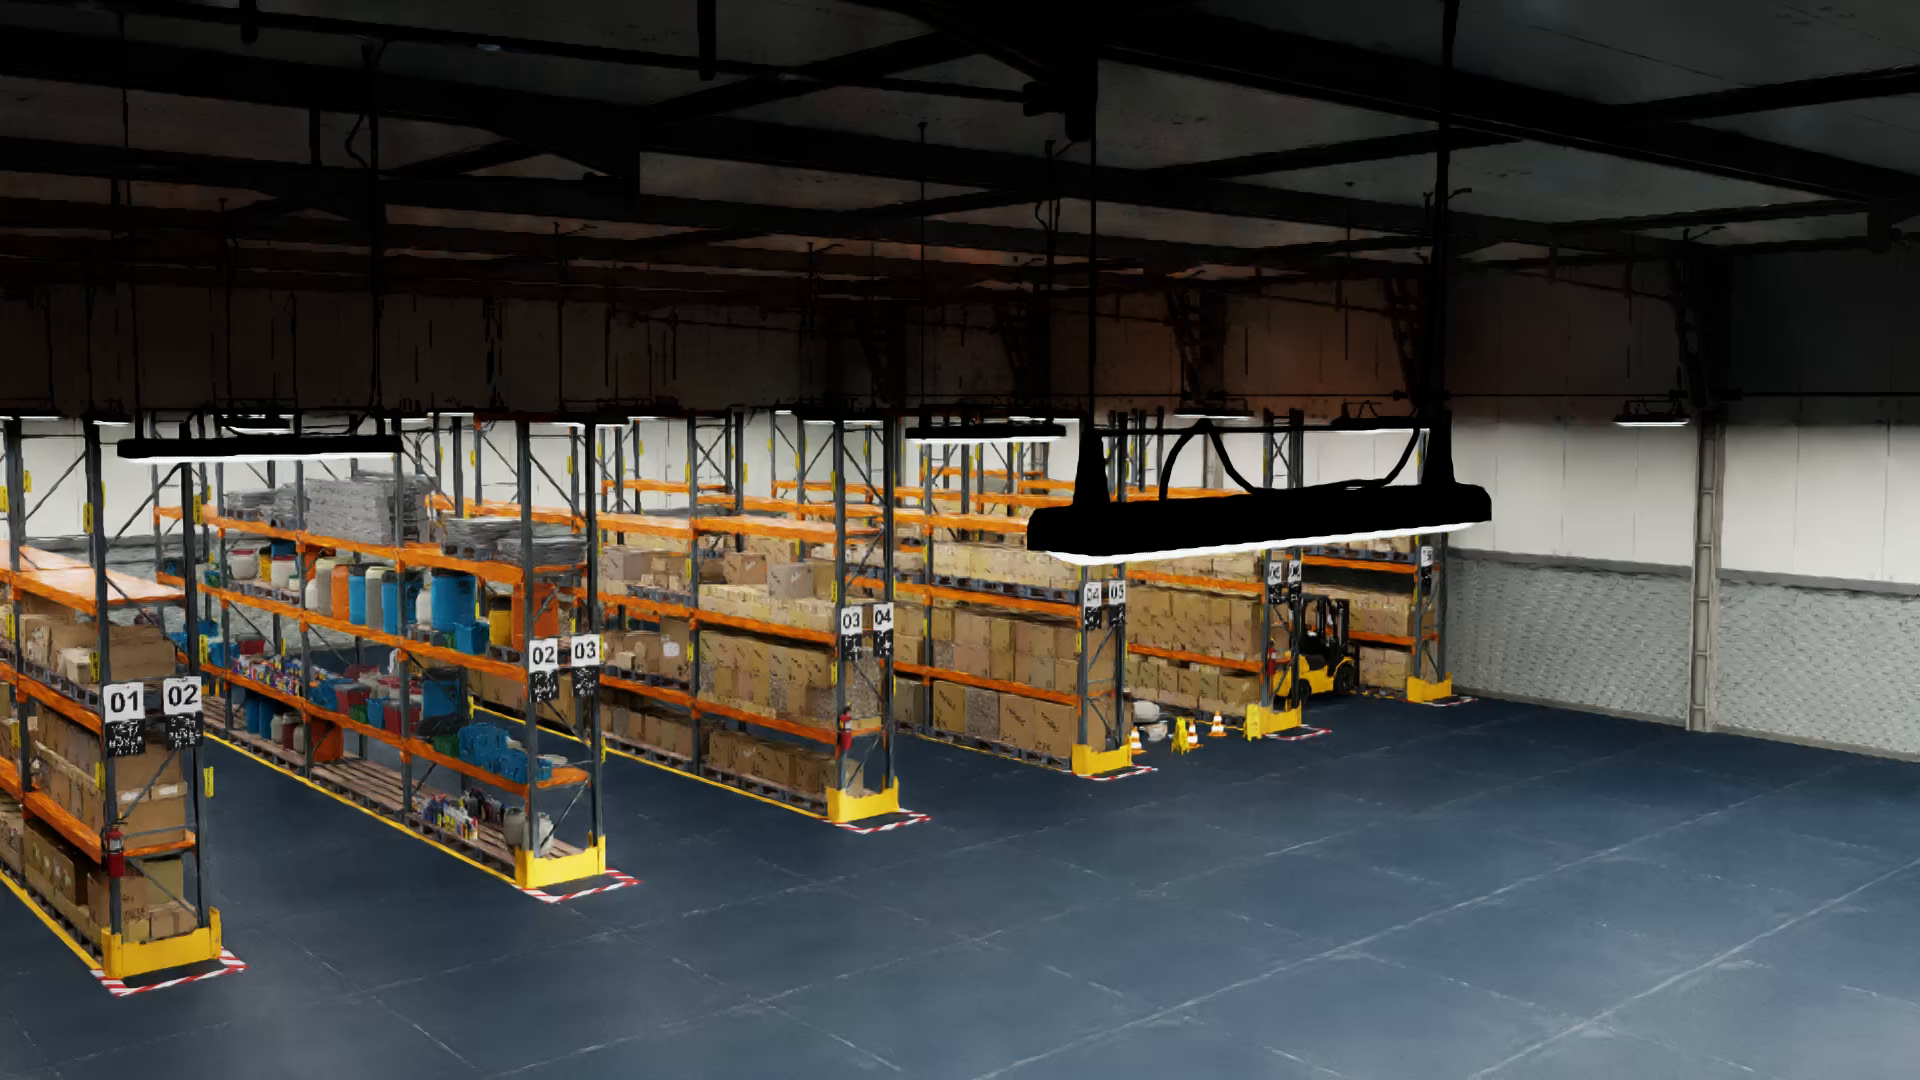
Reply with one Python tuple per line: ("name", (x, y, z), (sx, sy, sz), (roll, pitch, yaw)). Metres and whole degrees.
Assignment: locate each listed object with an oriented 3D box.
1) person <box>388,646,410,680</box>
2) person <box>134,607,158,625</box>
("person", (-11.047, 2.687, 32.737), (0.417, 1.517, 1.037), (-4, 6, -39))
("person", (-18.066, 2.228, 37.003), (0.634, 1.723, 1.045), (-2, 5, -21))
